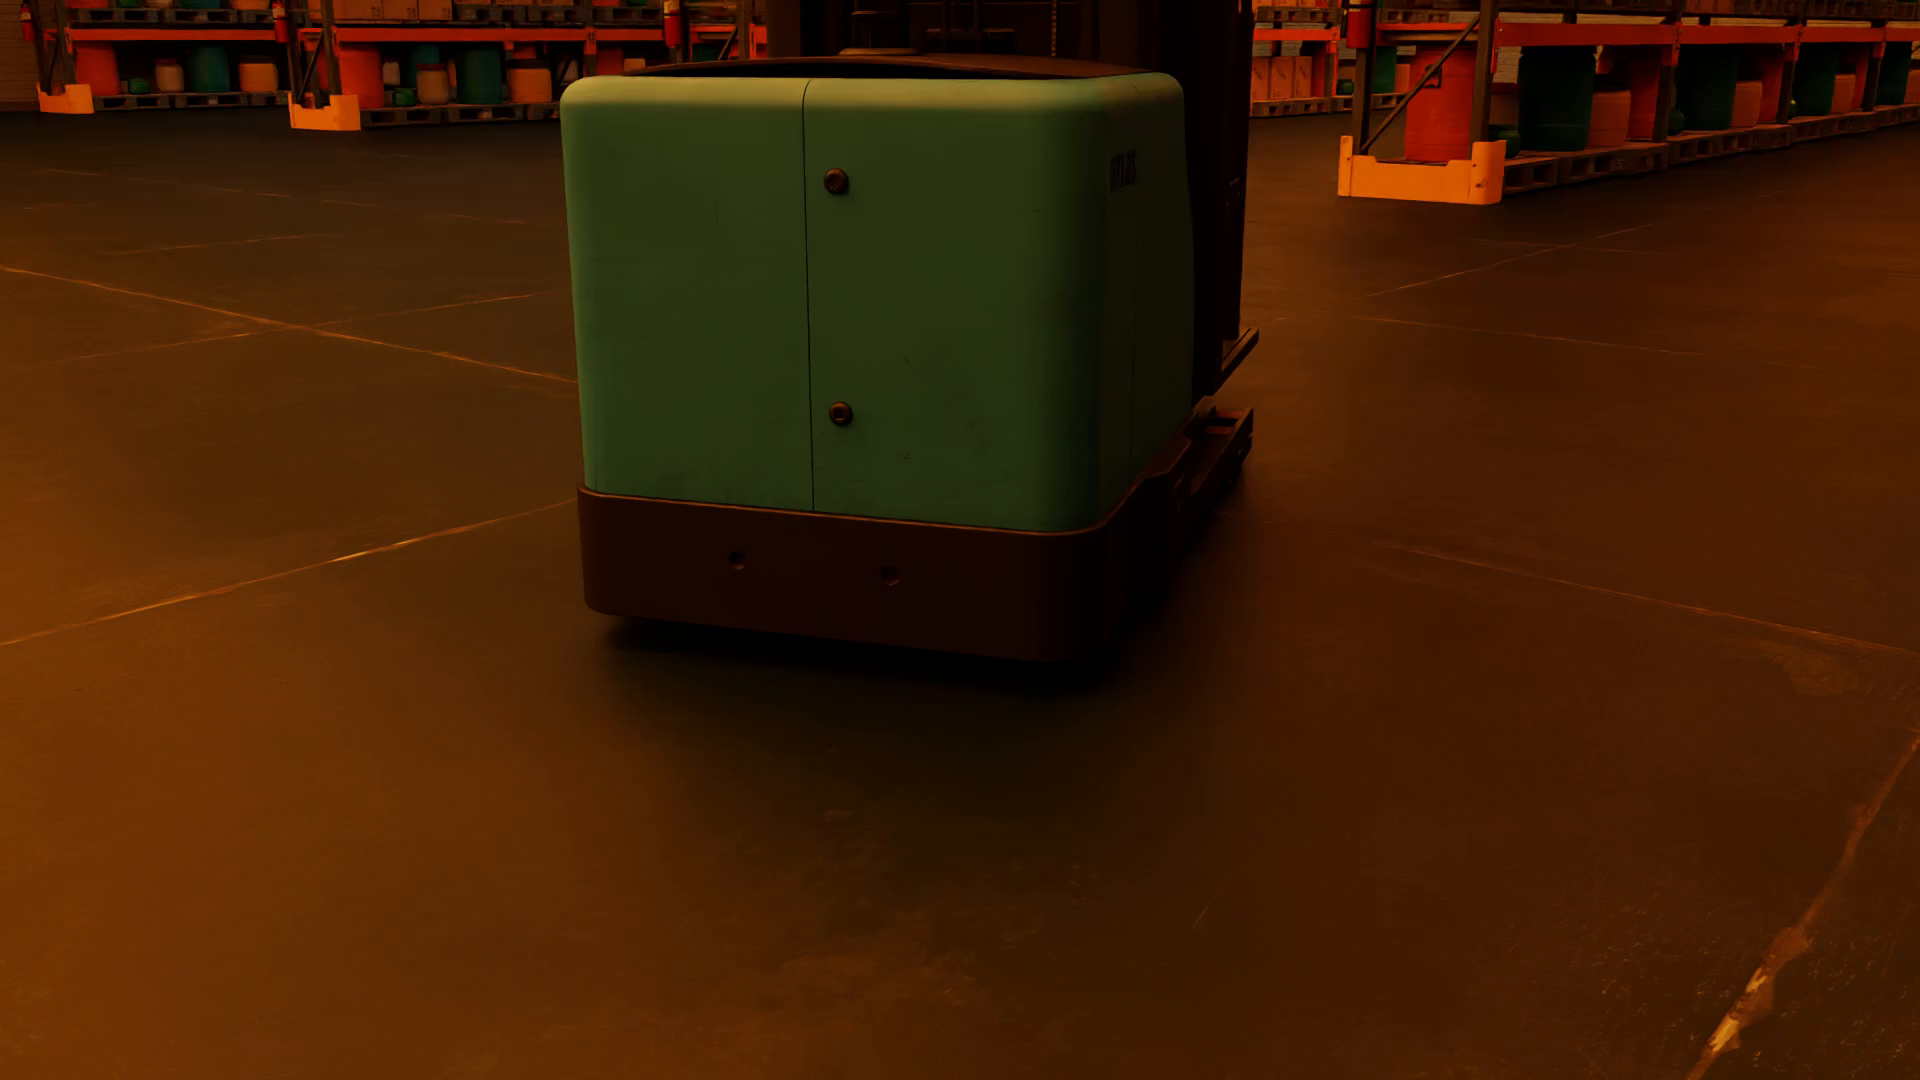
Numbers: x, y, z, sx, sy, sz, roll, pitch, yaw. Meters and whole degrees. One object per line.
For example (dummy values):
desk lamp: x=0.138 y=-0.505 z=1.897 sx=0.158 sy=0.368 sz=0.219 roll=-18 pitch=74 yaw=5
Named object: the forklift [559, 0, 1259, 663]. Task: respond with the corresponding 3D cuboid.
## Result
forklift: x=0.182 y=-1.571 z=4.072 sx=1.130 sy=2.935 sz=3.031 roll=5 pitch=18 yaw=17
